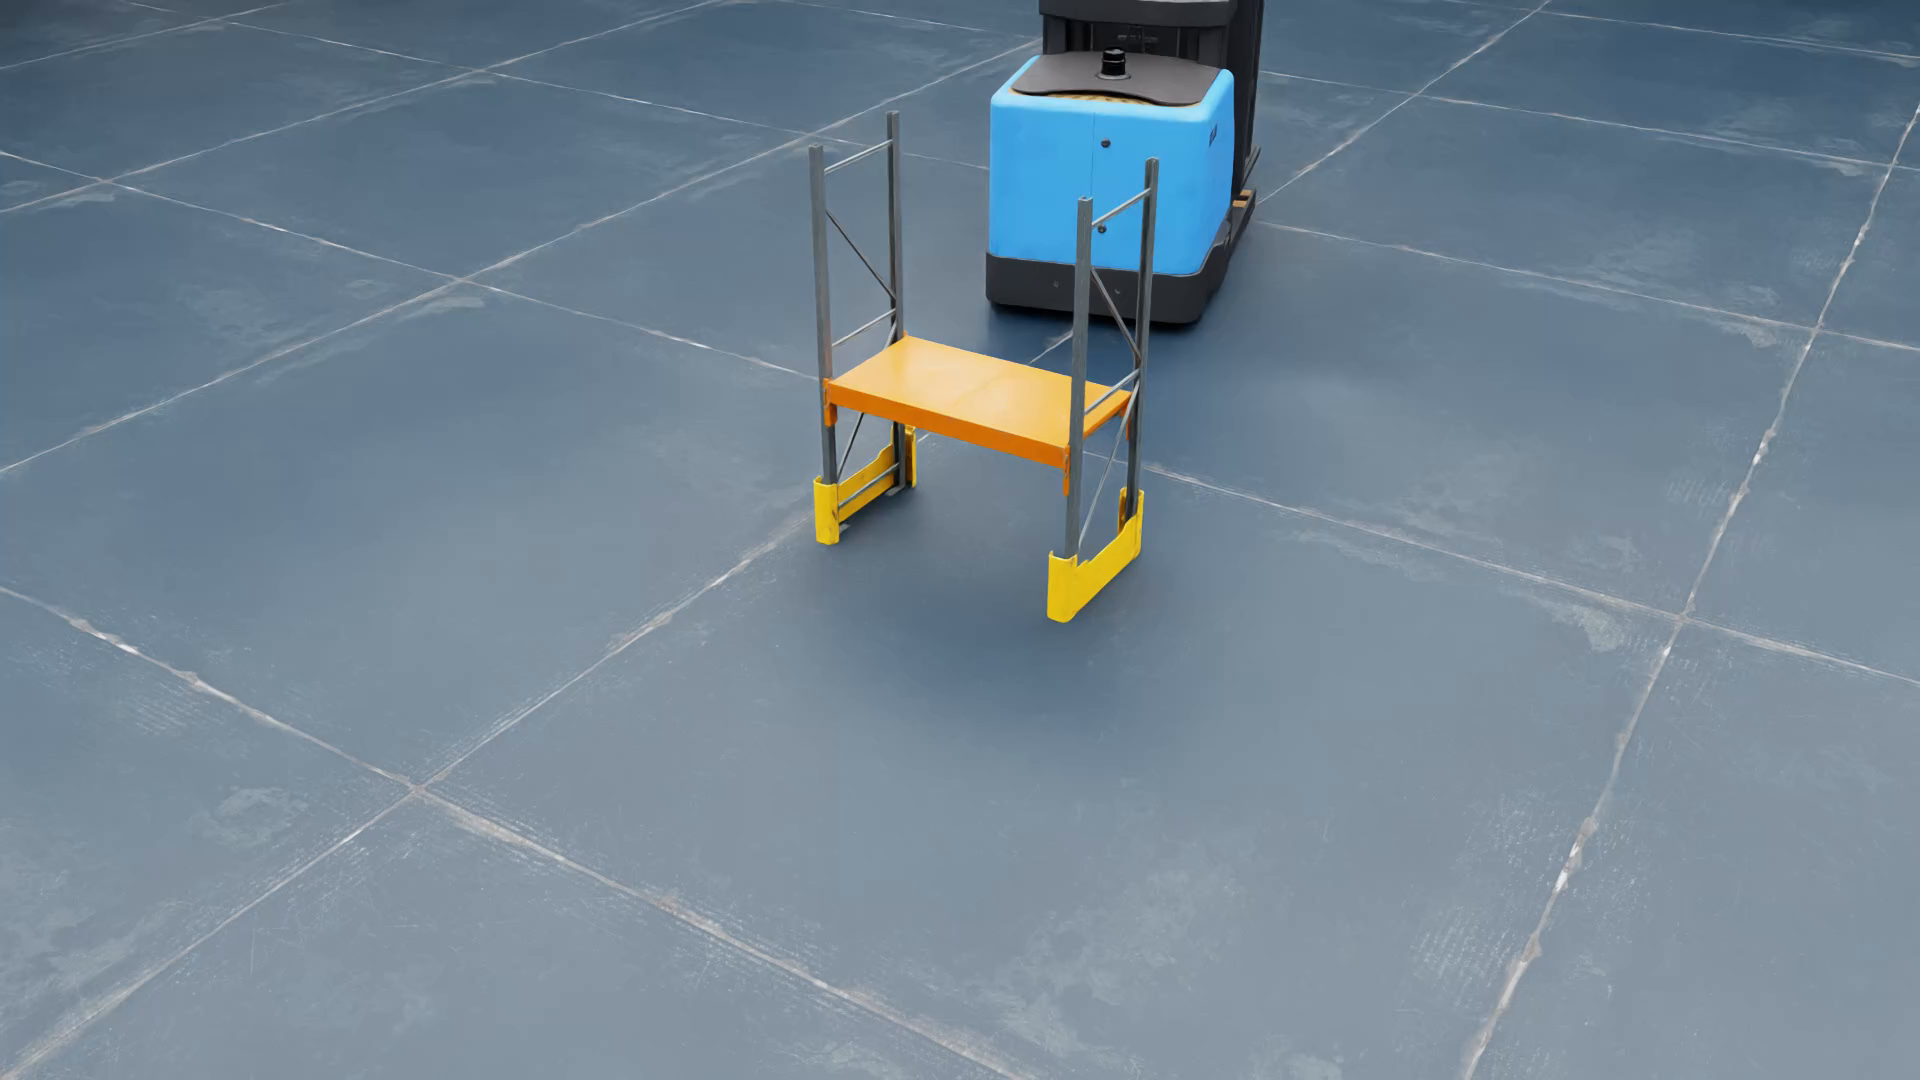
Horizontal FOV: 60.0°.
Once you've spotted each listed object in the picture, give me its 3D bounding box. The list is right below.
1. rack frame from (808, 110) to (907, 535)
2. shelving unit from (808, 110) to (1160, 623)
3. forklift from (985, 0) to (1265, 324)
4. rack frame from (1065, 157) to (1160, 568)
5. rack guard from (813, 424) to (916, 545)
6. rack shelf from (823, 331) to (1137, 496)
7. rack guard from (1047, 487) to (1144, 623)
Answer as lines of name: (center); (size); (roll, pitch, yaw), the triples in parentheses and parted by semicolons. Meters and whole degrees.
rack frame: (-0.358, -0.761, 6.066); (0.032, 1.500, 0.500); (18, 35, 27)
shelving unit: (0.065, -0.627, 5.837); (1.083, 1.500, 0.587); (18, 35, 27)
forklift: (1.034, -3.020, 8.517); (1.130, 2.935, 3.031); (9, 31, 14)
rack frame: (0.503, -0.489, 5.599); (0.032, 1.500, 0.500); (18, 35, 27)
rack guard: (-0.357, -0.221, 6.381); (0.087, 0.250, 0.587); (18, 35, 27)
rack shelf: (0.072, -0.470, 5.924); (1.000, 0.185, 0.538); (18, 35, 27)
rack guard: (0.486, 0.046, 5.923); (0.087, 0.250, 0.587); (18, 35, 27)
